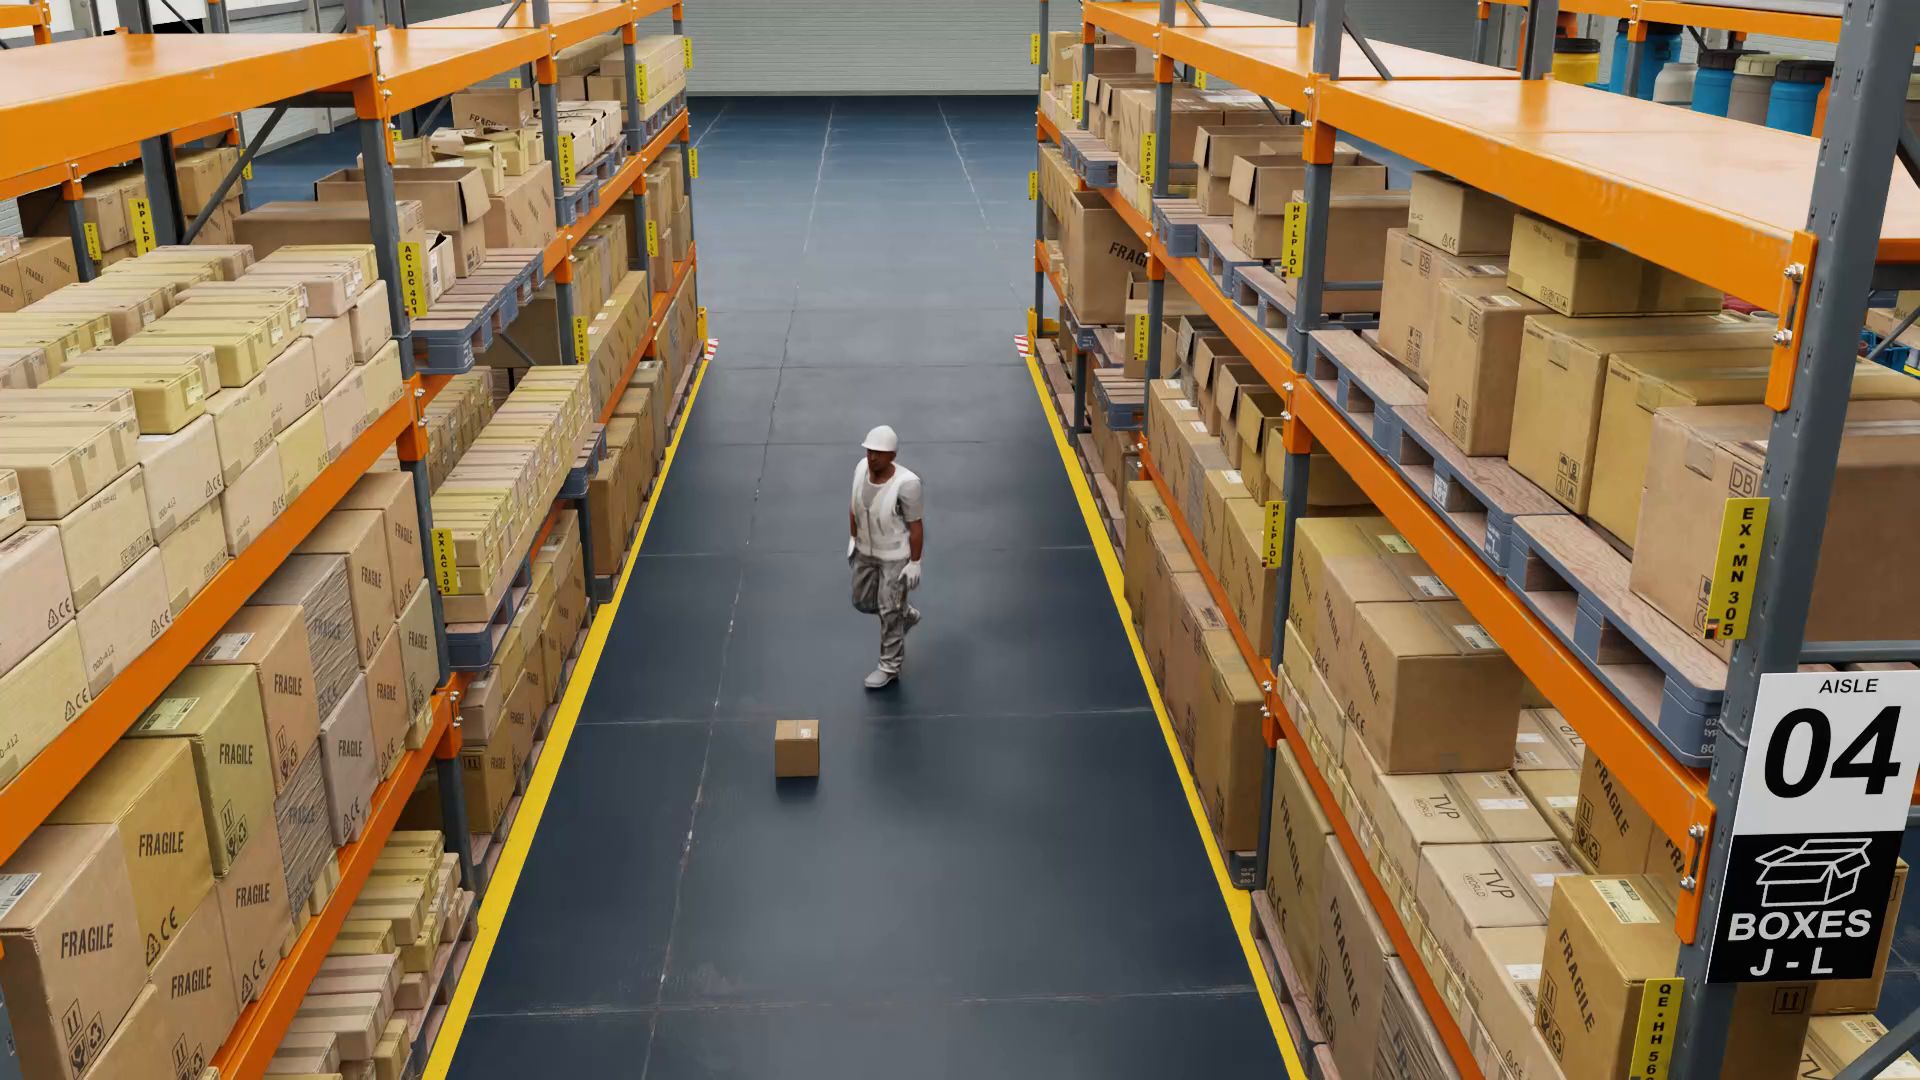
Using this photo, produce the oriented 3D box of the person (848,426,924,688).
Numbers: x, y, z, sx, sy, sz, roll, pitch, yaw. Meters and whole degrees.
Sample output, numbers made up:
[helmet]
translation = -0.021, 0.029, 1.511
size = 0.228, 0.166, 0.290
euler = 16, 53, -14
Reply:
[person]
translation = -0.411, 0.060, 10.837
size = 0.603, 1.770, 0.678
euler = 16, 26, 37
